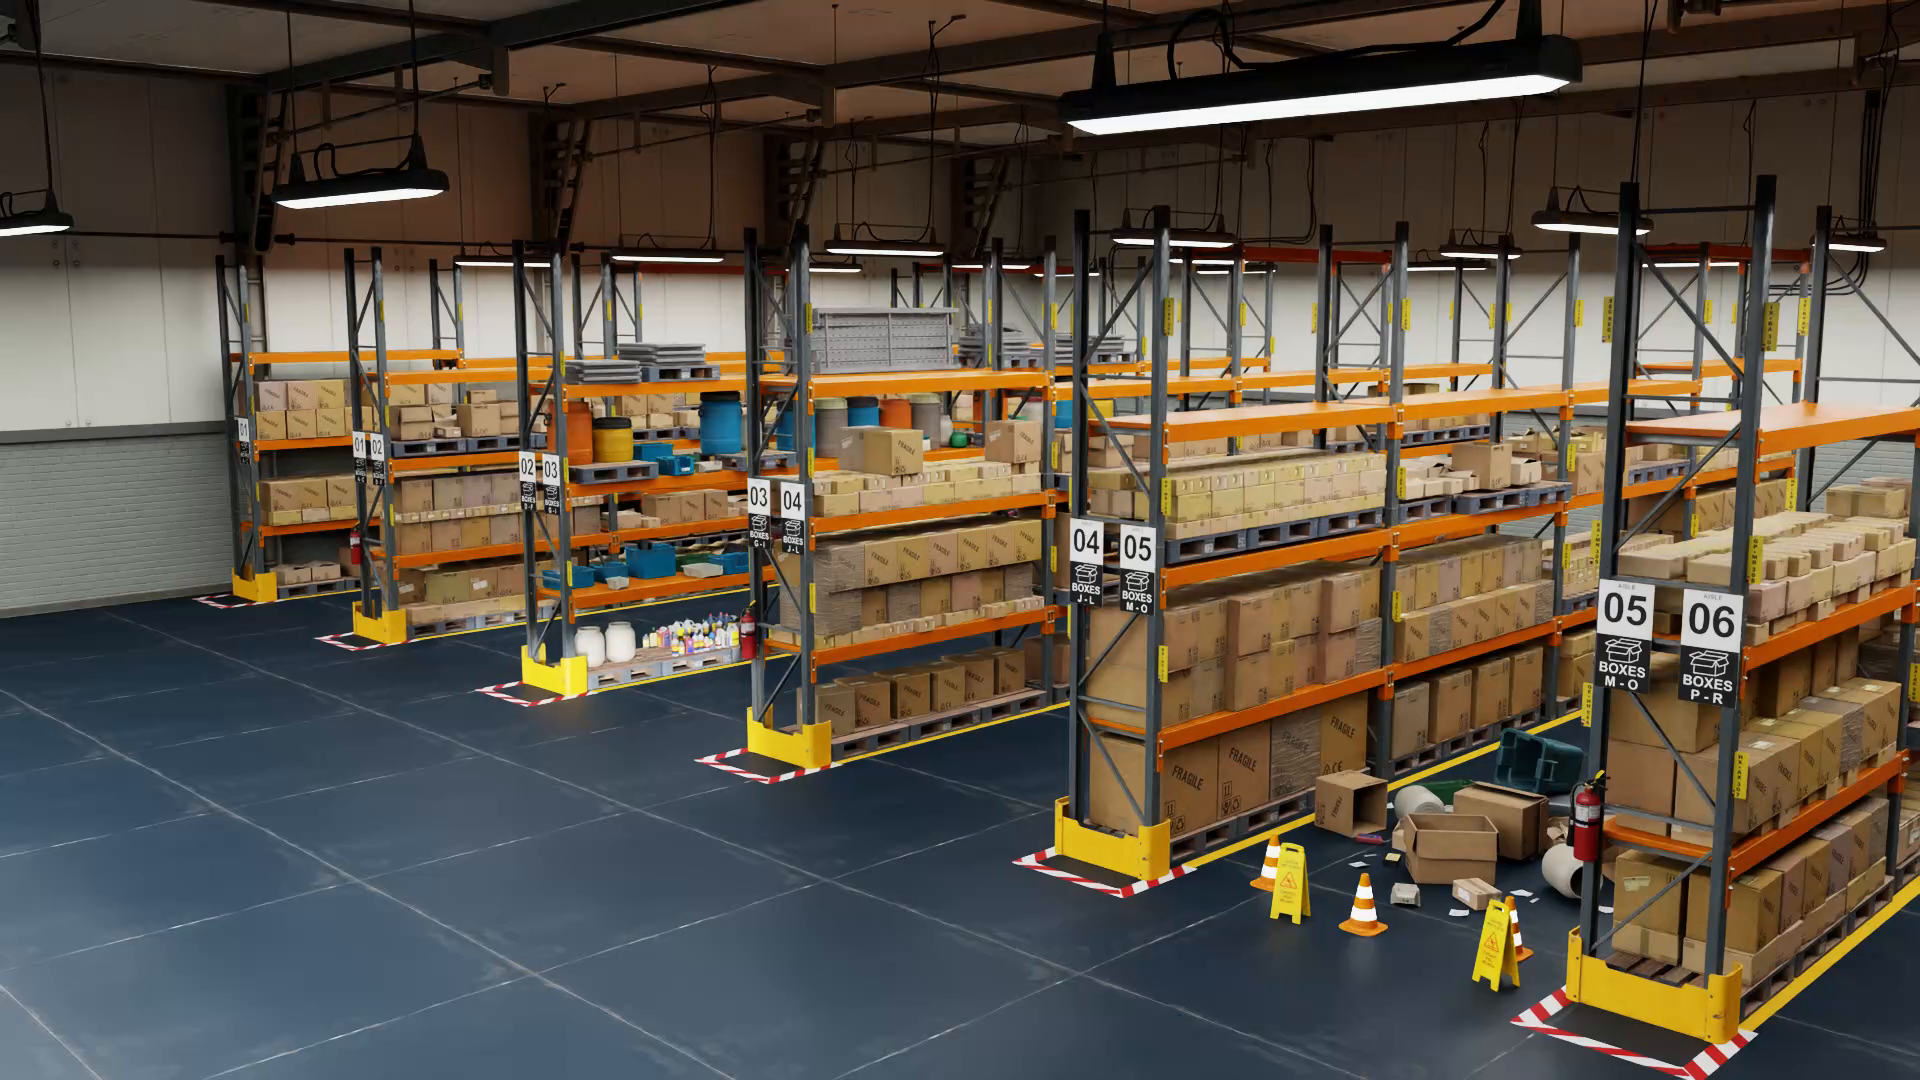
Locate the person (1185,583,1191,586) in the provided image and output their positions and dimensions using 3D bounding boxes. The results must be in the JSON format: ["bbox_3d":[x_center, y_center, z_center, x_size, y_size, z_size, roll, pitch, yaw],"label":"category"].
[{"bbox_3d":[3.020,1.294,21.781,0.522,1.624,0.537,-8,11,-44],"label":"person"}]

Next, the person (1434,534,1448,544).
[{"bbox_3d":[7.606,0.657,26.322,0.395,1.540,0.972,7,11,42],"label":"person"}]
